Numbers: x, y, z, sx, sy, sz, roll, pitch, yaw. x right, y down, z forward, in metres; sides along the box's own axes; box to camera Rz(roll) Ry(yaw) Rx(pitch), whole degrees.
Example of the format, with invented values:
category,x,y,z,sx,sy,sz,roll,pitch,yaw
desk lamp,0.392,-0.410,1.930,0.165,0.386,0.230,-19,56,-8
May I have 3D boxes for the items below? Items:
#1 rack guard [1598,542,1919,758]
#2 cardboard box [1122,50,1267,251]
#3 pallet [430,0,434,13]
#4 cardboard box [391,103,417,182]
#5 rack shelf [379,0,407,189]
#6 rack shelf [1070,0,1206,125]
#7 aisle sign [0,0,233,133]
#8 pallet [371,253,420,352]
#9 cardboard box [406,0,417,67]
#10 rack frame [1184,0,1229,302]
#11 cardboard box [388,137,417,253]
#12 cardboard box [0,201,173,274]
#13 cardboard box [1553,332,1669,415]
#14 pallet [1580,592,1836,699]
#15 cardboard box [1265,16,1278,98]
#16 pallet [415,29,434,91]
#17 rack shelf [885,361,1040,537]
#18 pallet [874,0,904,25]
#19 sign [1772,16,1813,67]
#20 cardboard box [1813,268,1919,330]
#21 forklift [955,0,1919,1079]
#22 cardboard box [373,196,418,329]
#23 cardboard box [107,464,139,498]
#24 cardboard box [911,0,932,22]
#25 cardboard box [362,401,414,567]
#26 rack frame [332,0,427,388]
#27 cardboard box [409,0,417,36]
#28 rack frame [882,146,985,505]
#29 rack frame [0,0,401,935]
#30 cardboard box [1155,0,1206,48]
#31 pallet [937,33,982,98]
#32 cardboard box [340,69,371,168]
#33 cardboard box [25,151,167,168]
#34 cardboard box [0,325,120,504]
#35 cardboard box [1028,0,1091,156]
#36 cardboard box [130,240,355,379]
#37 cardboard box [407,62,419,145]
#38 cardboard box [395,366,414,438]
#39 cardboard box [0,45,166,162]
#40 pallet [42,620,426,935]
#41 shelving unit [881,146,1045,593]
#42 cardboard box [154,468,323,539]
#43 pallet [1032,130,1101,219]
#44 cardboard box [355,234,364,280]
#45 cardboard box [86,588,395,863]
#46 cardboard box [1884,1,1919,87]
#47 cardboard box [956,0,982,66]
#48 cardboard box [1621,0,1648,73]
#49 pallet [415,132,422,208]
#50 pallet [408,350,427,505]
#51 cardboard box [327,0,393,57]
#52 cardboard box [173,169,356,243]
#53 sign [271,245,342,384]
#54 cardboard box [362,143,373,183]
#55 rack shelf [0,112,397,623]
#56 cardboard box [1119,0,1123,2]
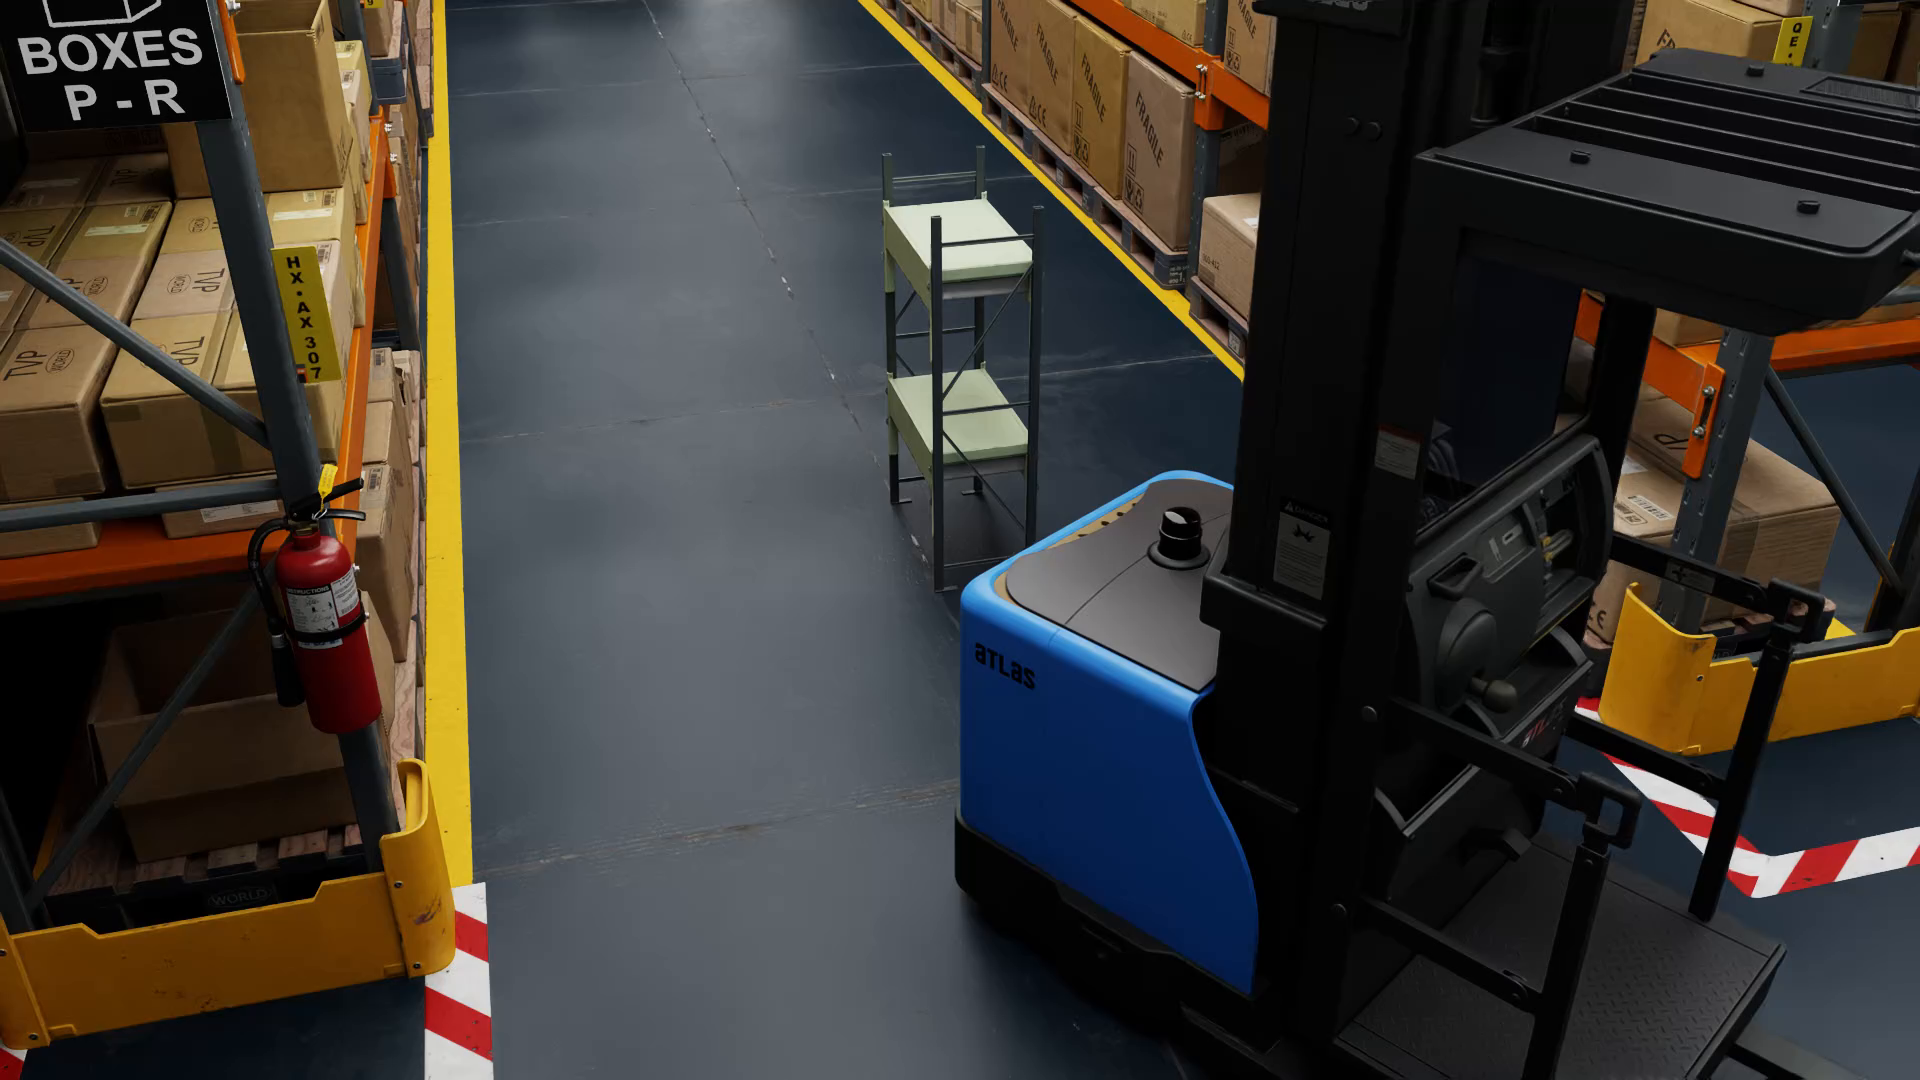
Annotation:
category,x,y,z,sx,sy,sz,roll,pitch,yaw
rack guard,2.785,0.371,5.611,1.175,0.500,0.348,-8,31,-13
cardboard box,1.475,-2.206,9.268,0.875,0.875,0.875,-7,31,-12
pallet,-5.362,-5.040,15.246,1.003,0.211,1.213,-8,31,-13
cardboard box,-3.546,-2.354,9.898,0.500,0.500,0.500,-7,31,-11
rack shelf,-3.598,-2.648,9.048,1.077,0.370,4.000,-8,31,-13
rack shelf,1.186,-3.309,10.191,1.077,0.370,4.000,-8,31,-13
aisle sign,-1.705,-1.192,3.220,0.394,0.787,0.004,-8,31,-13
pallet,-3.320,-1.174,8.567,1.003,0.211,1.213,-8,31,-13
cardboard box,-4.463,-3.696,12.093,0.875,0.625,0.625,-7,31,-12
rack frame,1.717,-2.655,8.342,1.000,3.000,0.127,-8,31,-13
cardboard box,-3.258,-1.854,9.035,0.500,0.500,0.500,-9,31,-15
cardboard box,-2.646,-0.801,4.992,0.500,0.250,0.500,-7,31,-12
cardboard box,2.256,-0.542,6.831,0.875,0.438,0.875,-7,31,-12
pallet,2.491,0.108,6.352,1.003,0.211,1.213,-8,31,-13
cardboard box,1.719,-2.193,7.445,0.500,0.500,0.500,-8,31,-13
pallet,-4.630,-3.709,12.947,1.003,0.211,1.213,-8,31,-13
rack shelf,-0.002,-0.370,6.543,0.431,0.370,0.720,-8,31,-13
pallet,-0.198,-4.936,15.067,1.003,0.211,1.213,-8,31,-13
sign,2.252,-1.261,4.542,0.100,0.325,0.005,-8,31,-13
cardboard box,2.928,-1.036,5.446,0.500,0.500,0.500,-8,31,-14
forklift,1.404,0.109,3.635,3.031,2.935,1.130,25,38,36
cardboard box,-2.979,-1.356,8.175,0.500,0.500,0.500,-7,31,-11
cardboard box,-2.361,-0.207,4.365,0.380,0.149,0.250,-7,31,-12
cardboard box,0.116,-4.628,13.955,0.950,0.372,0.625,-7,31,-12
cardboard box,-2.310,-0.156,6.100,0.500,0.500,0.500,-7,31,-12
rack frame,-3.068,-1.993,7.199,1.000,3.000,0.127,-8,31,-13
cardboard box,-4.843,-4.384,13.282,0.875,0.625,0.625,-8,31,-14
rack frame,-0.099,-0.829,6.685,0.400,1.500,0.023,-8,31,-13
rack frame,-2.006,-0.061,3.861,1.000,3.000,0.127,-8,31,-13
cardboard box,1.355,-2.773,8.696,0.500,0.250,0.500,-9,31,-14
pallet,0.449,-3.757,13.031,1.003,0.211,1.213,-8,31,-13
cardboard box,-2.550,-1.603,6.378,0.500,0.250,0.500,-8,31,-13
cardboard box,-2.922,-1.291,5.839,0.500,0.250,0.500,-7,31,-12
cardboard box,-2.384,-0.312,4.147,0.500,0.250,0.500,-7,31,-12
cardboard box,0.991,-3.073,10.766,0.875,0.875,0.875,-7,31,-13
cardboard box,-2.001,-0.623,4.685,0.500,0.250,0.500,-8,31,-13
cardboard box,-3.810,-2.849,10.754,0.500,0.500,0.500,-7,31,-12
cardboard box,-2.542,-0.589,7.083,0.396,0.266,0.258,-7,31,-11
cardboard box,-2.929,-1.627,5.670,0.500,0.500,0.500,-9,31,-15
pallet,-2.239,0.724,5.288,1.003,0.211,1.213,-8,31,-13
shelving unit,-0.002,-0.652,6.380,0.431,1.500,0.755,-8,31,-13
cardboard box,-1.829,-0.148,4.261,0.380,0.149,0.250,-8,31,-14
pallet,1.112,-2.401,10.687,1.003,0.211,1.213,-8,31,-13
cardboard box,-2.212,-0.901,5.563,0.380,0.149,0.250,-7,31,-12
cardboard box,-2.077,0.530,4.913,0.797,0.503,0.637,-9,31,-15
cardboard box,2.926,-1.468,5.195,0.500,0.500,0.500,-9,31,-14
cardboard box,0.515,-3.905,12.707,0.950,0.372,0.625,-10,32,-17
cardboard box,2.254,-1.648,5.506,0.500,0.500,0.500,-8,31,-13
pallet,-3.968,-2.352,10.603,1.003,0.211,1.213,-8,31,-13
pallet,-2.886,-0.454,7.324,1.003,0.211,1.213,-8,31,-13
cardboard box,-2.980,-2.481,7.524,0.700,0.500,0.500,-7,31,-12
cardboard box,-2.295,-1.112,5.529,0.500,0.250,0.500,-9,31,-15
sign,-1.483,-0.508,3.769,0.100,0.325,0.005,-8,31,-13
cardboard box,-2.557,-1.519,6.630,0.380,0.149,0.250,-7,31,-12
rack shelf,-2.537,-0.716,5.710,1.077,0.370,4.000,-8,31,-13
cardboard box,1.105,-3.265,9.547,0.500,0.250,0.500,-9,31,-15
